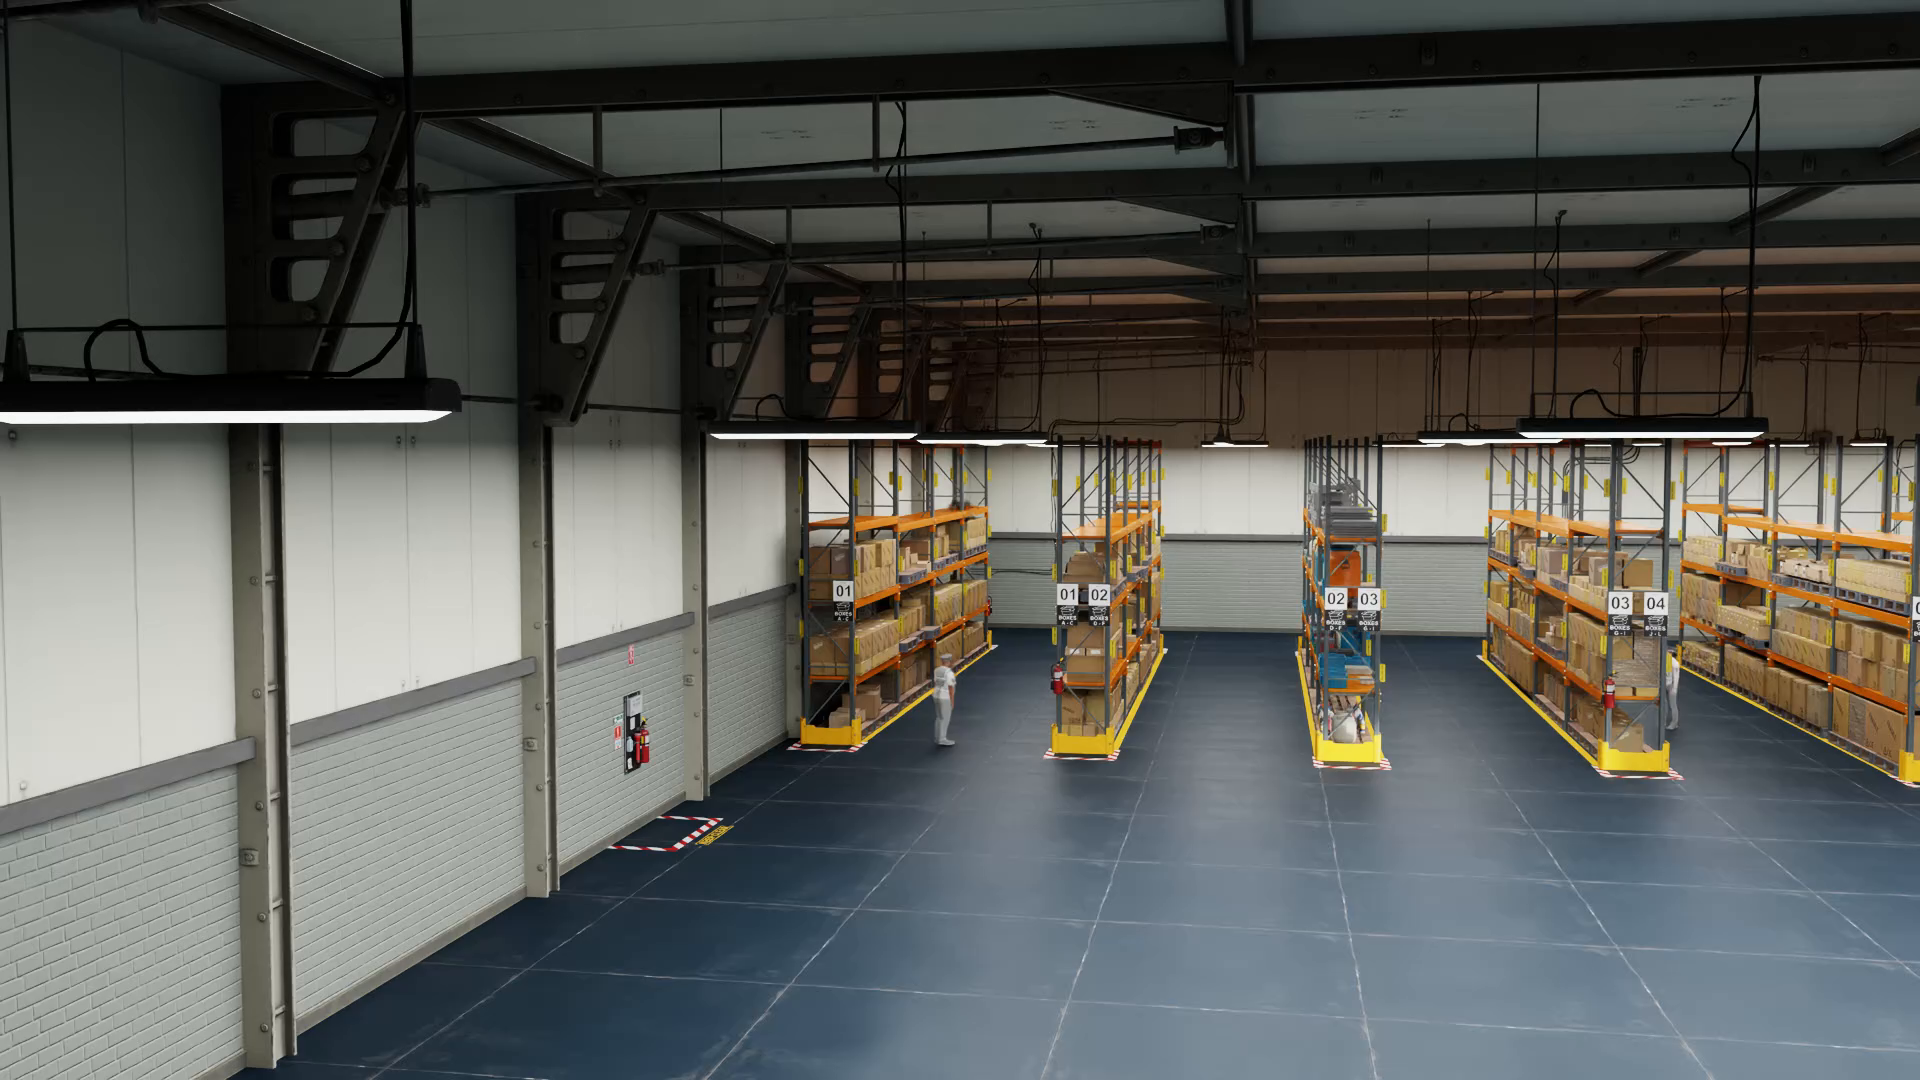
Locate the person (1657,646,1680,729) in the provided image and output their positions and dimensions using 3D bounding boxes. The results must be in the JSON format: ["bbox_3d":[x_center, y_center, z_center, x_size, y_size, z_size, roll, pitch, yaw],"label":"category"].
[{"bbox_3d":[14.601,3.021,34.253,0.374,1.697,0.522,-1,3,-19],"label":"person"}]

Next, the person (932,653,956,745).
[{"bbox_3d":[-0.298,3.094,32.265,0.405,1.773,0.553,-2,4,-33],"label":"person"}]

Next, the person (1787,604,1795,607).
[{"bbox_3d":[22.087,2.540,44.128,0.632,1.679,0.673,-2,4,-33],"label":"person"}]
